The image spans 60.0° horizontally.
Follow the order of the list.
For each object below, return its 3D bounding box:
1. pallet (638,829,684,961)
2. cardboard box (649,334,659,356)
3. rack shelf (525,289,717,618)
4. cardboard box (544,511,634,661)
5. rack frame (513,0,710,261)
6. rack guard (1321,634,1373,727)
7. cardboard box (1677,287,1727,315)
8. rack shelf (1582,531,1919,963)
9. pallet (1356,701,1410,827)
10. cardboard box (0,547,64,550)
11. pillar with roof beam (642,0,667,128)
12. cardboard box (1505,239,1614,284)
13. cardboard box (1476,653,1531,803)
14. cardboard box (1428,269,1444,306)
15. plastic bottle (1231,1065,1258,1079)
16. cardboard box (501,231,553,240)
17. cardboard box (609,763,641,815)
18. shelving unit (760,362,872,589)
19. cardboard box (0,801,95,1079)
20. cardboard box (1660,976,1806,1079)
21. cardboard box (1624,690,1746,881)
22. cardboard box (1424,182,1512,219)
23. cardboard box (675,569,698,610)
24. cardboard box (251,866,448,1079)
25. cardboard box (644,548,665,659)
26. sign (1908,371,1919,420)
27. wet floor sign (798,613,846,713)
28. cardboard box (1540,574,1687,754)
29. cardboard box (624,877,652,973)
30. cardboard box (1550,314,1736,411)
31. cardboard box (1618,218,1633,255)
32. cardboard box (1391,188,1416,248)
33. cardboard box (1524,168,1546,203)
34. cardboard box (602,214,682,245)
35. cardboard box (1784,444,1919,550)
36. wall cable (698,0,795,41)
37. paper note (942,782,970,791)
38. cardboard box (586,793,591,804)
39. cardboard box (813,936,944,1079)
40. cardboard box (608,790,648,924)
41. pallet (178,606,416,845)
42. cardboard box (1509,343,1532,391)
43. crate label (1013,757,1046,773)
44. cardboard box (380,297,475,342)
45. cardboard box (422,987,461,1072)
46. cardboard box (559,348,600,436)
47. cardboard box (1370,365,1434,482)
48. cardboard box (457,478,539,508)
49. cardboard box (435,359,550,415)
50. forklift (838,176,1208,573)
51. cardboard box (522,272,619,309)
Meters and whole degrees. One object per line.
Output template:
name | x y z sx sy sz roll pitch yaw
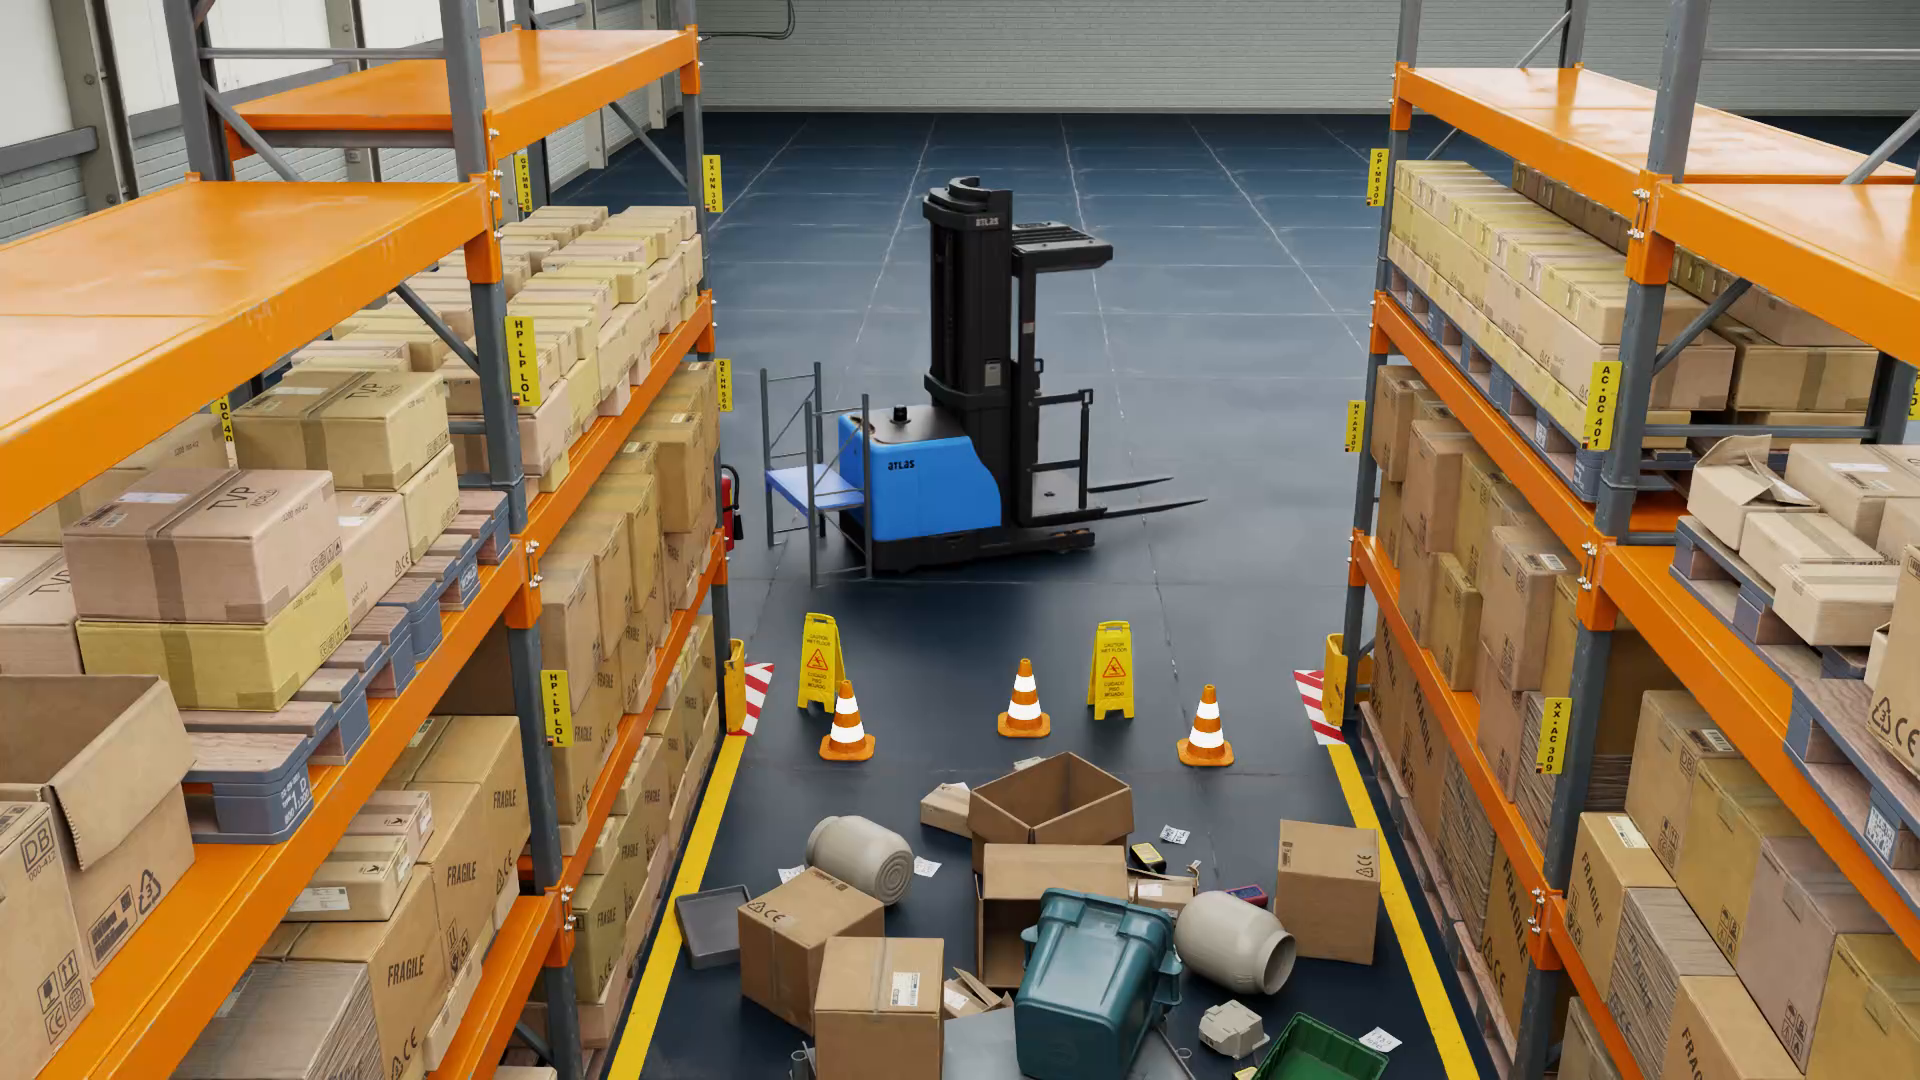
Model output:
pallet | -2.086 1.800 8.892 1.003 0.211 1.213 1 21 2
cardboard box | -1.766 -1.043 8.564 0.380 0.149 0.250 0 21 1
rack shelf | -2.044 -0.601 8.072 1.077 0.370 4.000 1 21 2
cardboard box | -1.838 0.193 7.248 0.700 0.500 0.500 1 21 2
rack frame | -1.984 -3.058 9.263 1.000 3.000 0.127 1 21 2
rack guard | 2.968 0.914 10.777 1.175 0.500 0.348 1 21 2
cardboard box | 3.154 -0.863 6.830 0.500 0.250 0.500 0 21 1
rack shelf | 2.785 0.863 4.299 1.077 0.370 4.000 1 21 2
pallet | 3.021 1.347 10.059 1.003 0.211 1.213 1 21 2
cardboard box | -2.538 0.051 5.024 0.500 0.250 0.500 0 21 1
pillar with roof beam | -2.652 -13.669 36.611 9.100 9.000 0.400 1 21 2
cardboard box | 2.568 -1.194 7.133 0.380 0.149 0.250 1 21 2
cardboard box | 2.839 0.801 7.405 0.875 0.550 0.550 1 21 2
cardboard box | 2.606 -1.281 8.460 0.380 0.149 0.250 1 21 2
plastic bottle | 1.345 2.457 7.407 0.133 0.061 0.283 -11 24 -26
cardboard box | -2.341 -1.517 8.683 0.380 0.149 0.250 1 21 1
cardboard box | -1.740 1.179 7.925 0.380 0.149 0.250 1 21 4
shelving unit | -1.137 -0.527 13.108 0.538 1.500 1.048 -10 23 -23
cardboard box | -2.188 0.844 3.216 0.700 0.500 0.500 1 21 2
cardboard box | 2.528 1.707 5.138 0.500 0.500 0.500 1 21 1
cardboard box | 2.836 0.870 5.913 0.700 0.500 0.500 0 21 1
cardboard box | 2.614 -1.747 8.557 0.380 0.149 0.250 1 21 2
cardboard box | -1.685 0.272 9.321 0.380 0.149 0.250 1 21 3
cardboard box | -1.925 1.339 5.093 0.500 0.500 0.500 1 21 3
cardboard box | -1.798 0.298 8.359 0.500 0.500 0.500 1 21 2
sign | 3.388 -0.581 5.876 0.100 0.325 0.005 1 21 2
wet floor sign | -0.908 0.780 10.921 0.267 0.644 0.232 8 23 20
cardboard box | 2.891 0.497 6.695 0.875 0.550 0.550 1 21 2
cardboard box | -1.812 1.868 8.082 0.500 0.250 0.500 2 21 5
cardboard box | 2.604 -0.687 6.378 0.500 0.250 0.500 0 21 1
cardboard box | 3.243 -1.370 7.587 0.380 0.149 0.250 1 21 1
cardboard box | 2.696 -1.781 9.197 0.500 0.250 0.500 1 21 2
cardboard box | 3.287 -1.923 9.011 0.380 0.149 0.250 1 21 2
cardboard box | -1.745 -1.696 9.144 0.380 0.149 0.250 1 21 3
cardboard box | 2.984 -0.111 5.303 0.500 0.250 0.500 1 21 2
wall cable | -5.543 -13.319 40.002 3.097 2.526 0.112 1 21 2
paper note | -0.023 1.487 9.948 0.148 0.019 0.142 -7 22 -17
cardboard box | -1.819 1.100 7.188 0.380 0.149 0.250 1 21 3
cardboard box | -0.325 2.006 6.914 0.500 0.500 0.500 1 21 2
cardboard box | -1.813 1.518 7.948 0.500 0.500 0.500 1 21 4
pallet | -2.259 0.471 4.574 1.213 0.211 1.003 1 21 2
cardboard box | 2.559 -0.733 7.046 0.380 0.149 0.250 1 21 2
crate label | 0.451 1.417 9.980 0.250 0.136 0.298 -11 24 -26
cardboard box | -2.298 -0.962 7.252 0.380 0.149 0.250 0 21 1
cardboard box | -1.847 1.577 5.379 0.380 0.149 0.250 1 21 2
cardboard box | -1.812 -0.625 6.935 0.500 0.250 0.500 0 21 1
cardboard box | 2.917 -0.683 9.735 0.875 0.550 0.550 1 21 2
cardboard box | -1.848 -0.207 6.410 0.380 0.149 0.250 0 21 1
cardboard box | -1.769 -0.578 6.264 0.380 0.149 0.250 0 21 1
forklift | 0.571 -1.424 13.439 3.031 2.935 1.130 -8 23 -19
cardboard box | -1.805 -1.141 7.715 0.380 0.149 0.250 1 21 3
